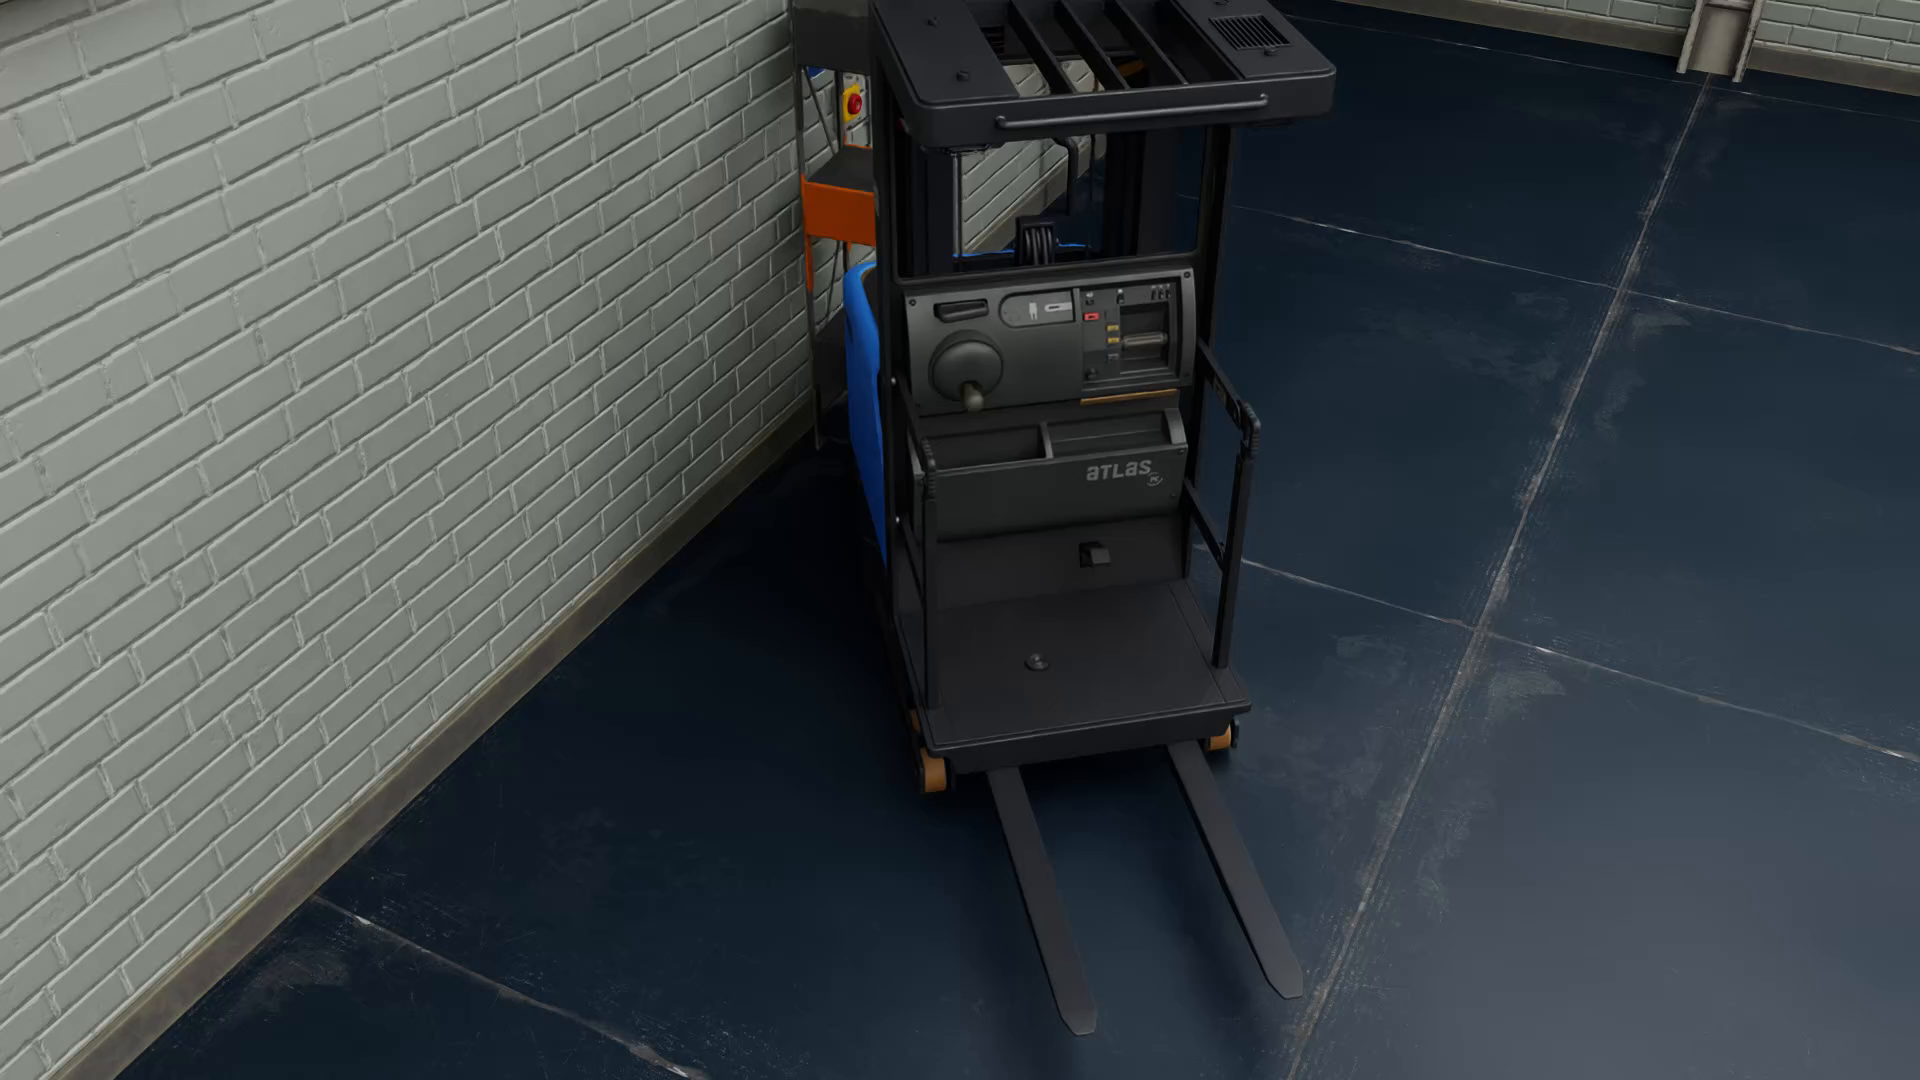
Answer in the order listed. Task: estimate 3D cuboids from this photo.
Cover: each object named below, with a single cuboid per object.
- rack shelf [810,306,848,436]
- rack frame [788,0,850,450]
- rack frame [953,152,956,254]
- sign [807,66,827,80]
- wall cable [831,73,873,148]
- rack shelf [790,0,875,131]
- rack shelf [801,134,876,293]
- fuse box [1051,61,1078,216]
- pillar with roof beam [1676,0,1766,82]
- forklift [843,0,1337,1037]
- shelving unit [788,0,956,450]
[{"bbox_3d":[-0.324,-0.724,7.147,0.480,0.518,0.431,13,39,17],"label":"rack shelf"},{"bbox_3d":[-0.552,-1.346,6.787,0.015,2.100,0.400,13,39,17],"label":"rack frame"},{"bbox_3d":[-0.097,-1.239,6.645,0.015,2.100,0.400,13,39,17],"label":"rack frame"},{"bbox_3d":[-0.530,-1.998,6.678,0.001,0.218,0.327,17,41,21],"label":"sign"},{"bbox_3d":[-0.453,-2.317,6.455,0.123,1.953,0.585,17,41,21],"label":"wall cable"},{"bbox_3d":[-0.324,-1.839,6.301,0.480,0.518,0.431,13,39,17],"label":"rack shelf"},{"bbox_3d":[-0.324,-1.282,6.724,0.480,0.518,0.431,13,39,17],"label":"rack shelf"},{"bbox_3d":[0.642,-2.474,8.594,0.414,1.711,0.539,17,41,21],"label":"fuse box"},{"bbox_3d":[2.884,-4.322,5.001,0.400,9.000,9.100,17,41,21],"label":"pillar with roof beam"},{"bbox_3d":[0.336,-0.561,5.064,1.130,2.935,3.031,-7,38,-9],"label":"forklift"},{"bbox_3d":[-0.324,-1.292,6.716,0.503,2.100,0.431,13,39,17],"label":"shelving unit"}]
